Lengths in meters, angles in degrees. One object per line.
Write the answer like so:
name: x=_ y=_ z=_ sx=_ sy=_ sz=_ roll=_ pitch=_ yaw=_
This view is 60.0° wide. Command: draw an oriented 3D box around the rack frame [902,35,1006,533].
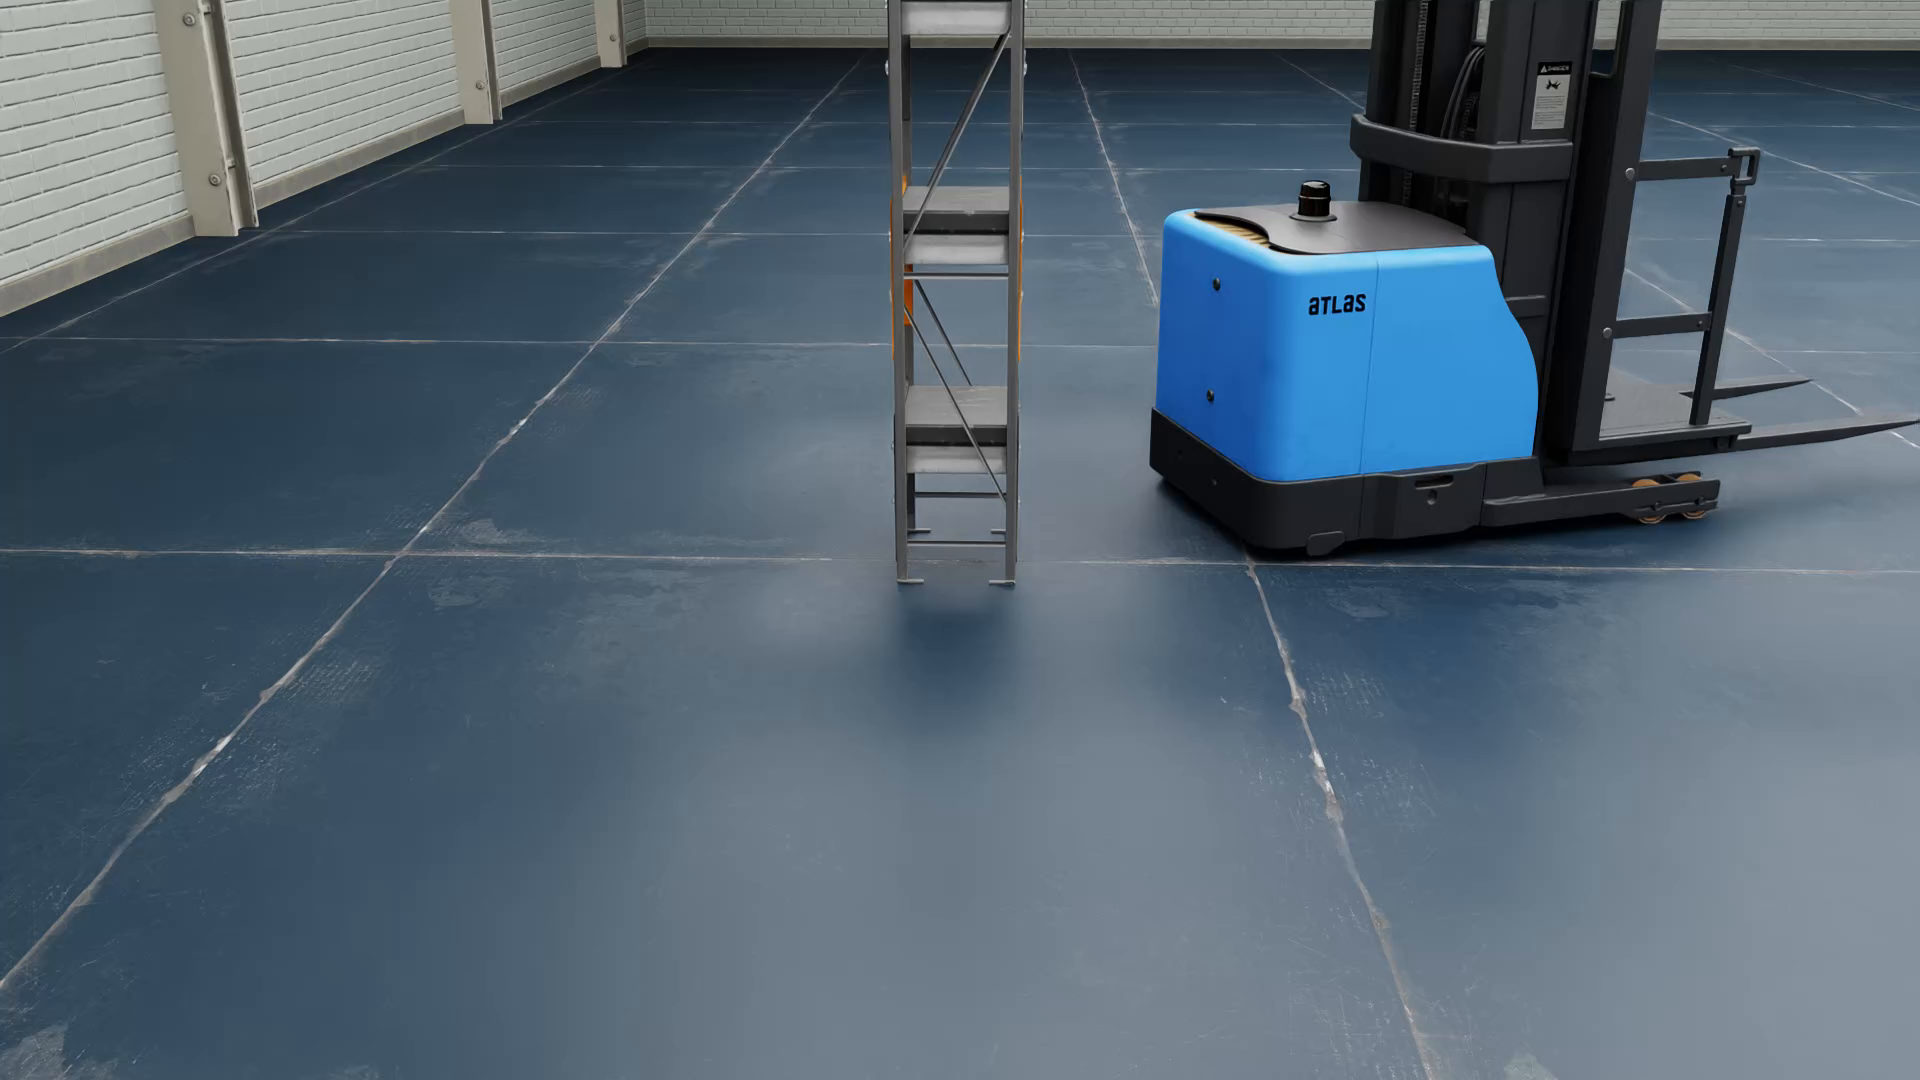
rack frame: x=0.002 y=-1.007 z=5.722 sx=0.400 sy=2.100 sz=0.015 roll=1 pitch=21 yaw=2

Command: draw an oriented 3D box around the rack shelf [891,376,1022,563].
rack shelf: x=-0.005 y=-0.254 z=5.753 sx=0.431 sy=0.518 sz=0.480 roll=1 pitch=21 yaw=2

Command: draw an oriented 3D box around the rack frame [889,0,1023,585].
rack frame: x=-0.012 y=-0.831 z=5.267 sx=0.400 sy=2.100 sz=0.015 roll=1 pitch=21 yaw=2

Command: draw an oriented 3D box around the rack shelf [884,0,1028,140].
rack shelf: x=-0.005 y=-1.559 z=5.247 sx=0.431 sy=0.518 sz=0.480 roll=1 pitch=21 yaw=2

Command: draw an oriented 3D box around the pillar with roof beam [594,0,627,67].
pillar with roof beam: x=-0.447 y=-10.641 z=21.014 sx=9.100 sy=9.000 sz=0.400 roll=1 pitch=21 yaw=2

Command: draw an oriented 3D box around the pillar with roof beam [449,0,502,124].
pillar with roof beam: x=-0.630 y=-8.472 z=15.423 sx=9.100 sy=9.000 sz=0.400 roll=1 pitch=21 yaw=2

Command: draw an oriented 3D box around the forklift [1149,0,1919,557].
forklift: x=2.326 y=-1.600 z=6.100 sx=3.031 sy=2.935 sz=1.130 roll=-6 pitch=22 yaw=-16

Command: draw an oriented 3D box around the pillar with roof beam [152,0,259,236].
pillar with roof beam: x=-0.812 y=-6.302 z=9.832 sx=9.100 sy=9.000 sz=0.400 roll=1 pitch=21 yaw=2

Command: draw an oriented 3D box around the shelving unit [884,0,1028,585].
shelving unit: x=-0.005 y=-0.919 z=5.495 sx=0.431 sy=2.100 sz=0.503 roll=1 pitch=21 yaw=2

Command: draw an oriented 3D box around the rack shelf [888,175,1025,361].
rack shelf: x=-0.005 y=-0.906 z=5.500 sx=0.431 sy=0.518 sz=0.480 roll=1 pitch=21 yaw=2
